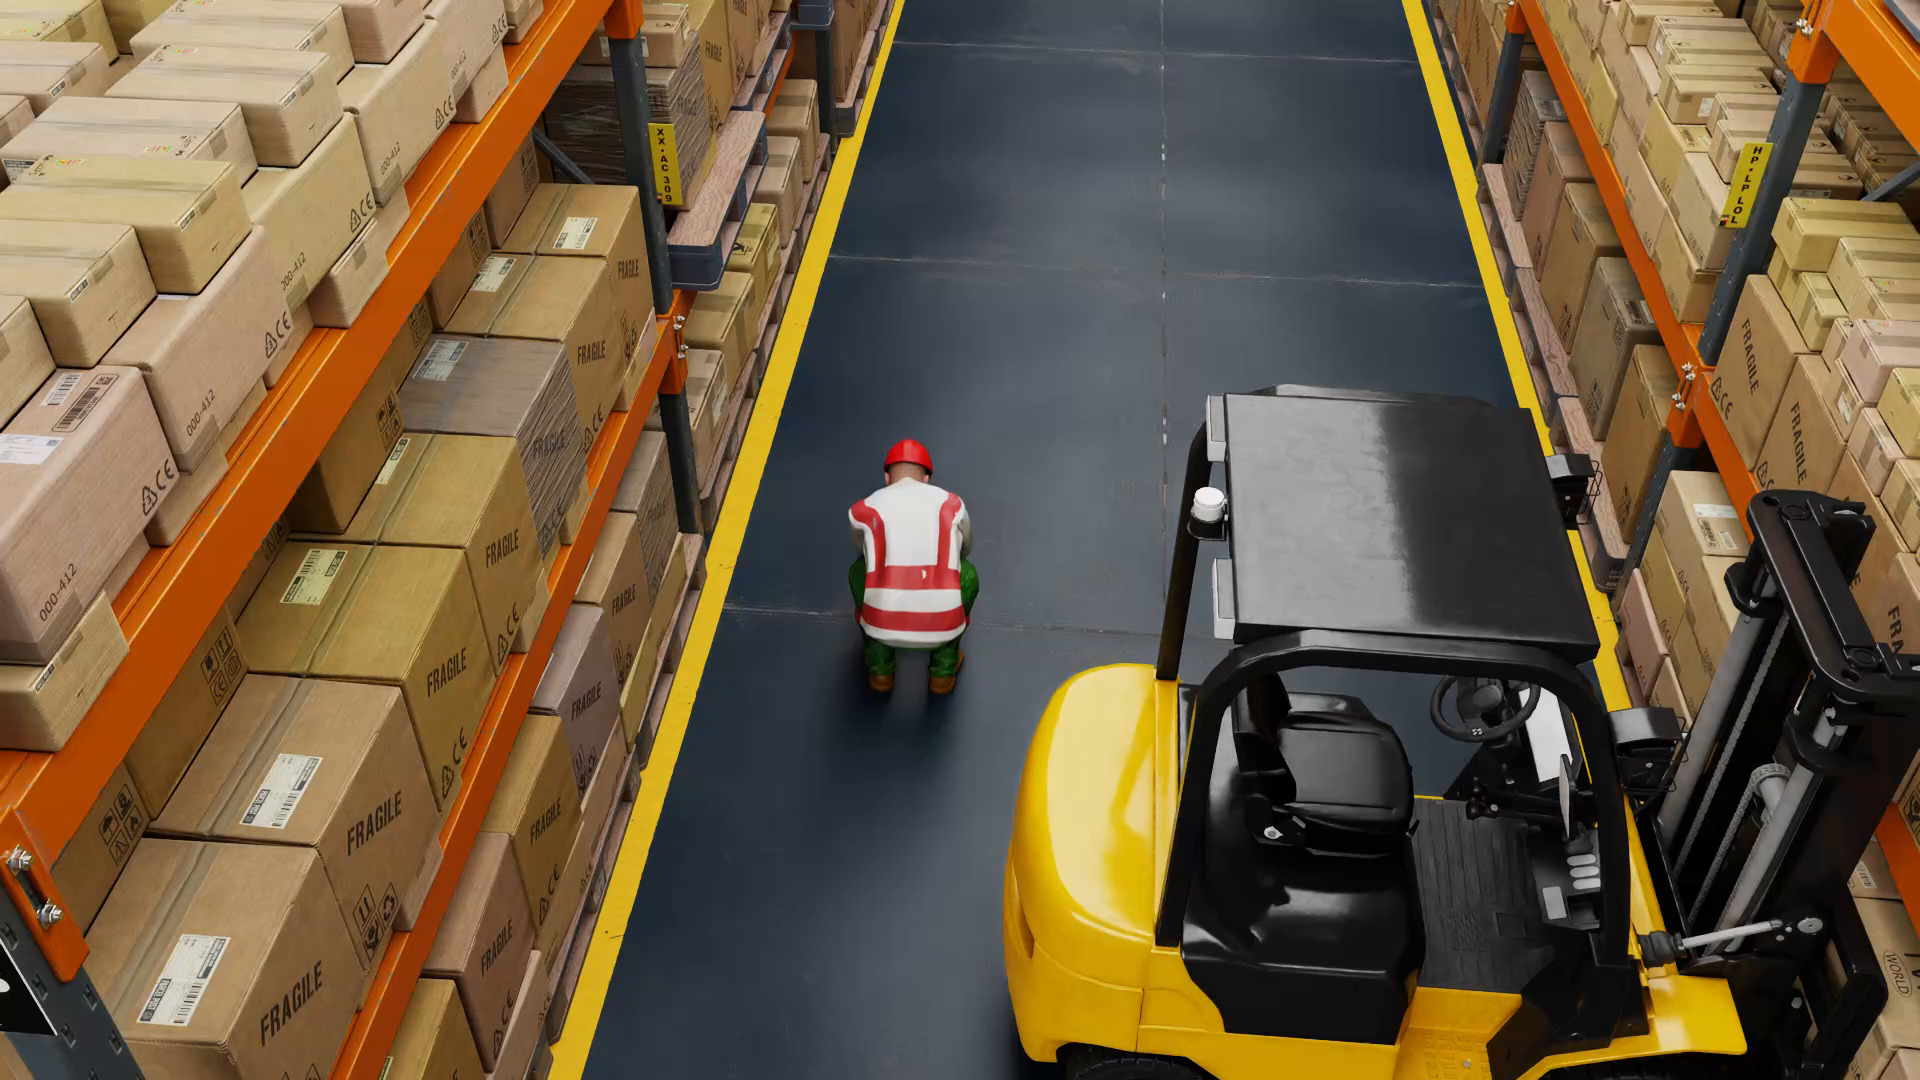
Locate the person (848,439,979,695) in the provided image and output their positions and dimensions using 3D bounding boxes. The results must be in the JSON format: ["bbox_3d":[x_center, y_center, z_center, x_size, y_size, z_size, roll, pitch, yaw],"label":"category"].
[{"bbox_3d":[-0.189,0.166,6.797,0.534,0.864,0.930,1,40,2],"label":"person"}]
